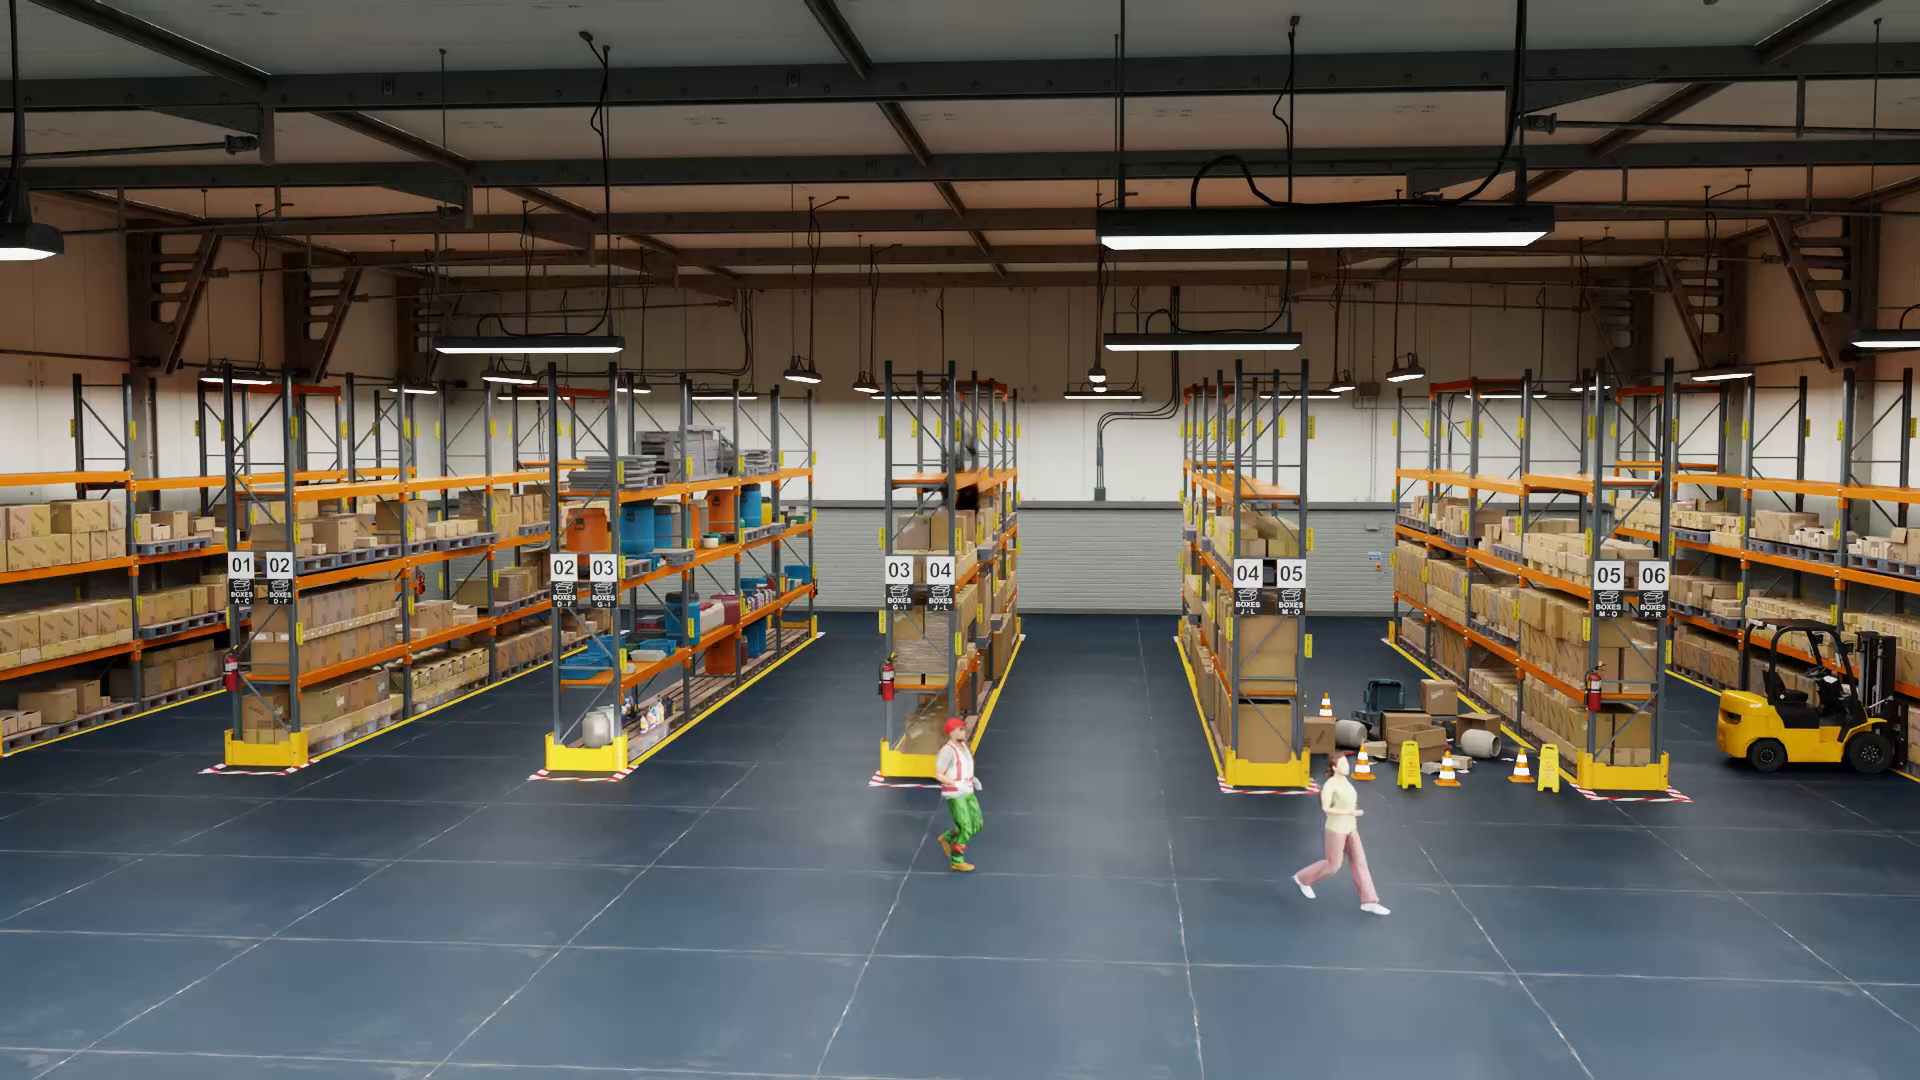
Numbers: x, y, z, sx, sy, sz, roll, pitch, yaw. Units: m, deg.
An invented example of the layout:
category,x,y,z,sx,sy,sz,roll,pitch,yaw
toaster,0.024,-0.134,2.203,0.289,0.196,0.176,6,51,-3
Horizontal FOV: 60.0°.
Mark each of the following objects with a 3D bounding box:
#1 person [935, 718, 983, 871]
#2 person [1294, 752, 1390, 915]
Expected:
category,x,y,z,sx,sy,sz,roll,pitch,yaw
person,-0.021,2.888,18.918,0.615,1.738,0.652,2,4,31
person,3.971,3.013,17.262,1.053,1.626,0.588,3,5,42
